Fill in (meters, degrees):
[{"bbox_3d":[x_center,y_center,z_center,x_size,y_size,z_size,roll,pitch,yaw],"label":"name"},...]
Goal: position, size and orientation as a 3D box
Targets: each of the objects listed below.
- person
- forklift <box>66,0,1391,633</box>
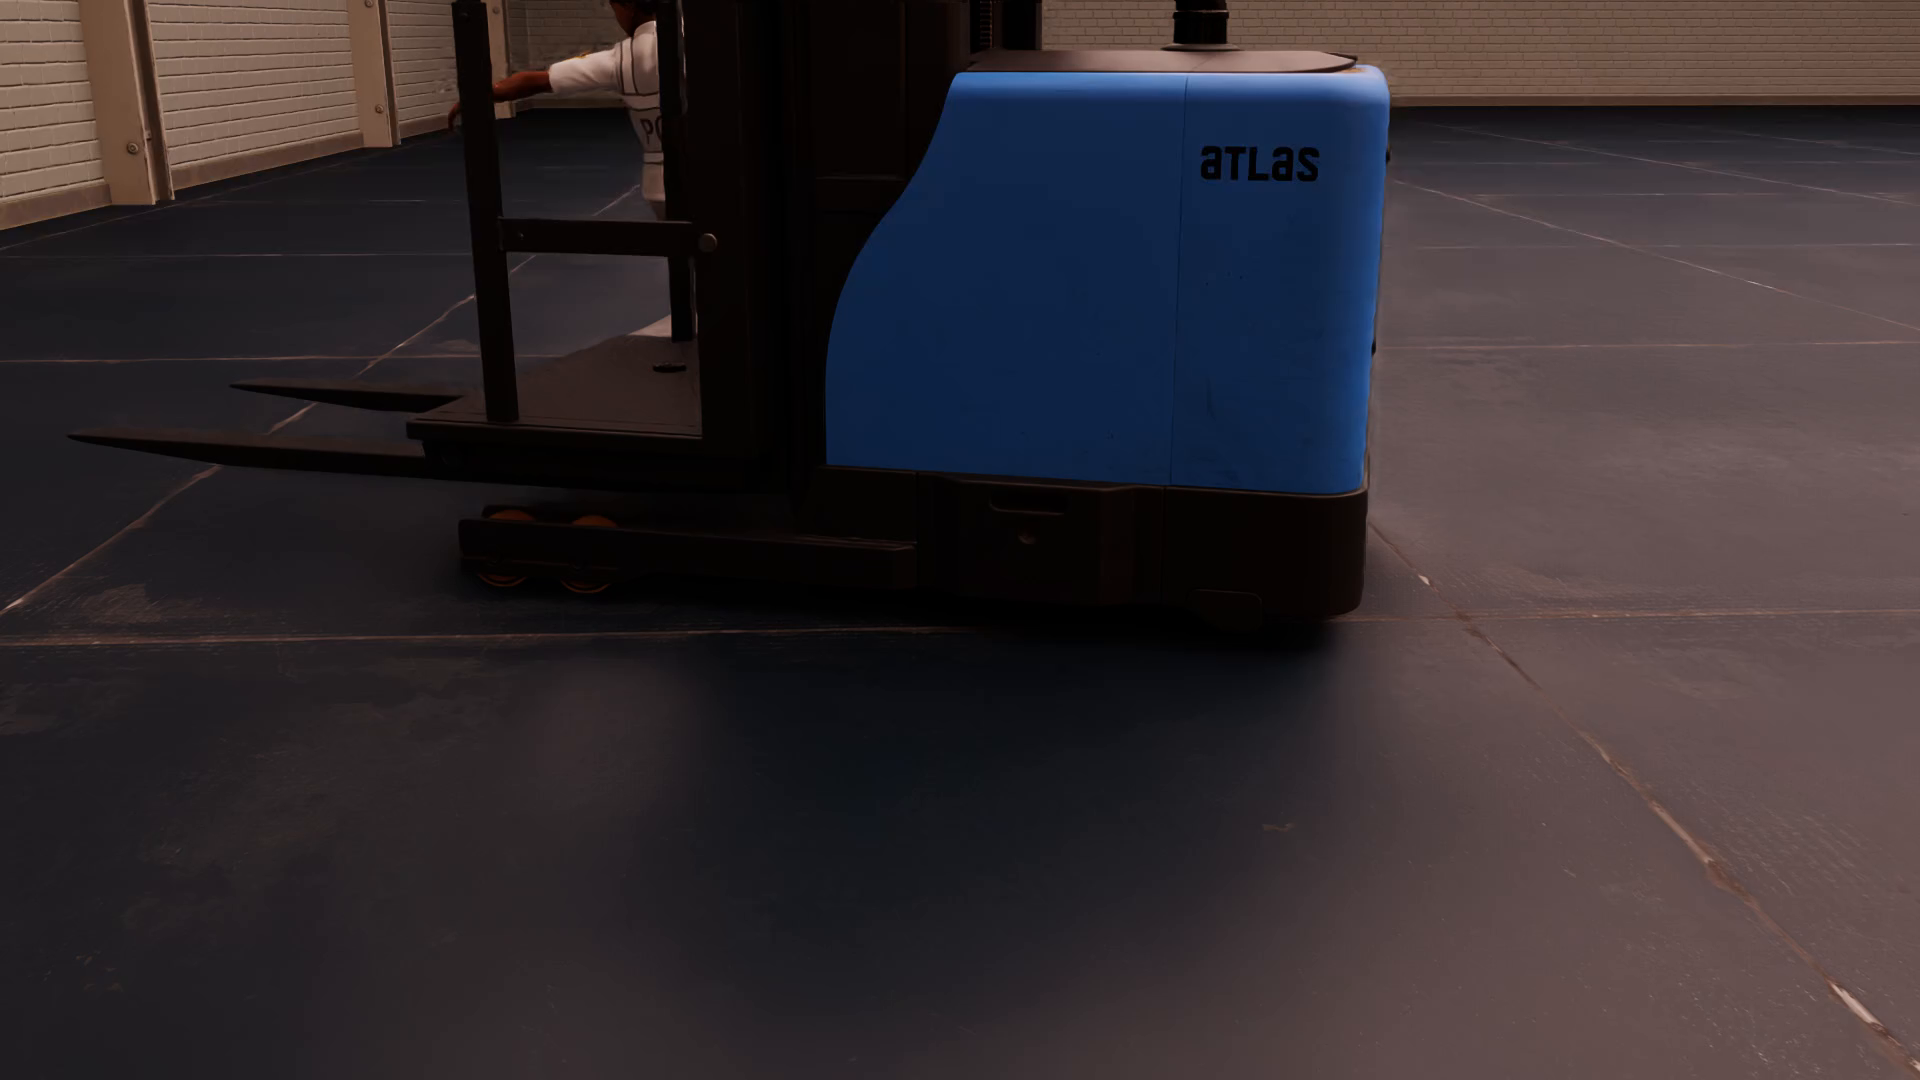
[{"bbox_3d":[-1.124,-1.251,5.658,0.964,1.397,0.884,6,18,20],"label":"person"},{"bbox_3d":[-0.590,-1.431,3.584,3.031,2.935,1.130,4,17,13],"label":"forklift"}]
